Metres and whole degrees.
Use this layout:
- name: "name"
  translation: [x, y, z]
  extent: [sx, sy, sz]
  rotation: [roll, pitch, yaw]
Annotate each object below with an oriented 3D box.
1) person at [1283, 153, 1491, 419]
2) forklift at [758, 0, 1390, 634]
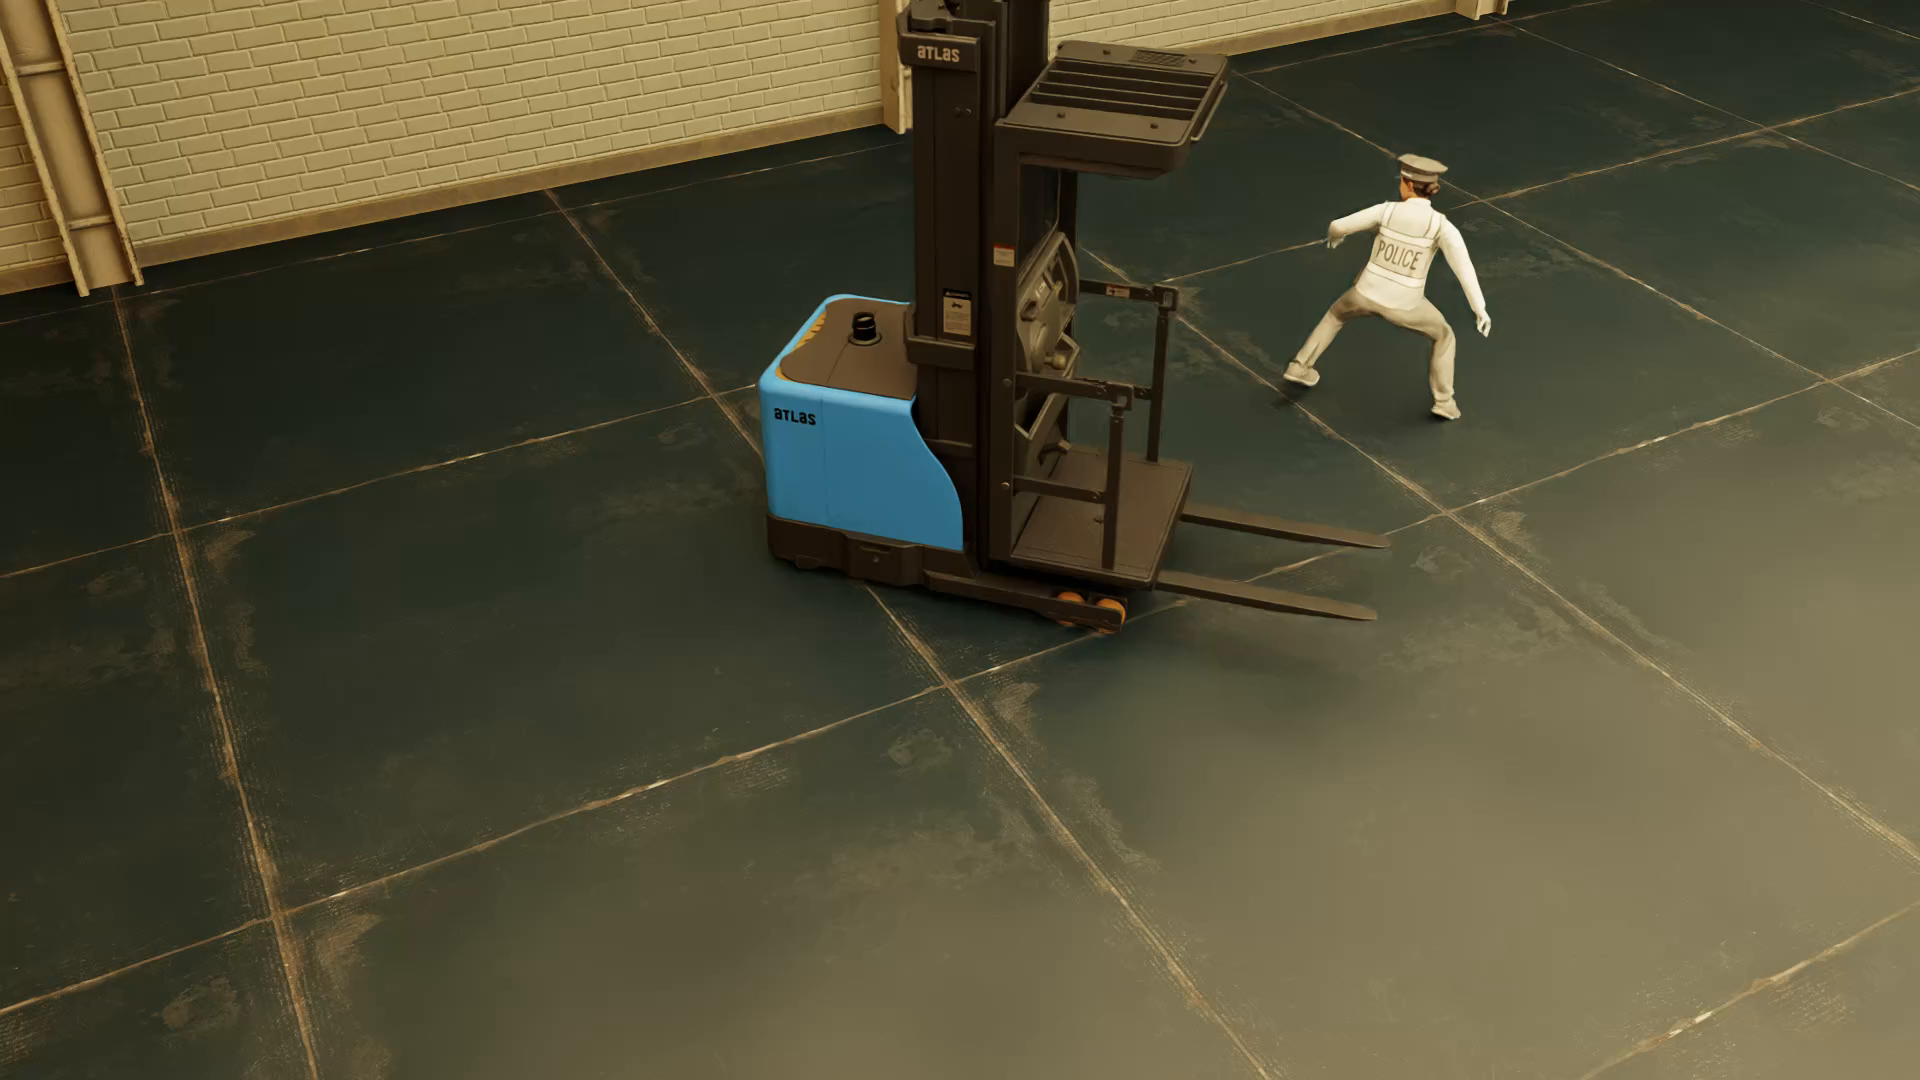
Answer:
- name: "person"
  translation: [2.479, -1.357, 9.348]
  extent: [1.098, 1.589, 0.521]
  rotation: [20, 40, 26]
- name: "forklift"
  translation: [0.595, -1.090, 7.665]
  extent: [3.031, 2.935, 1.130]
  rotation: [10, 37, 14]
